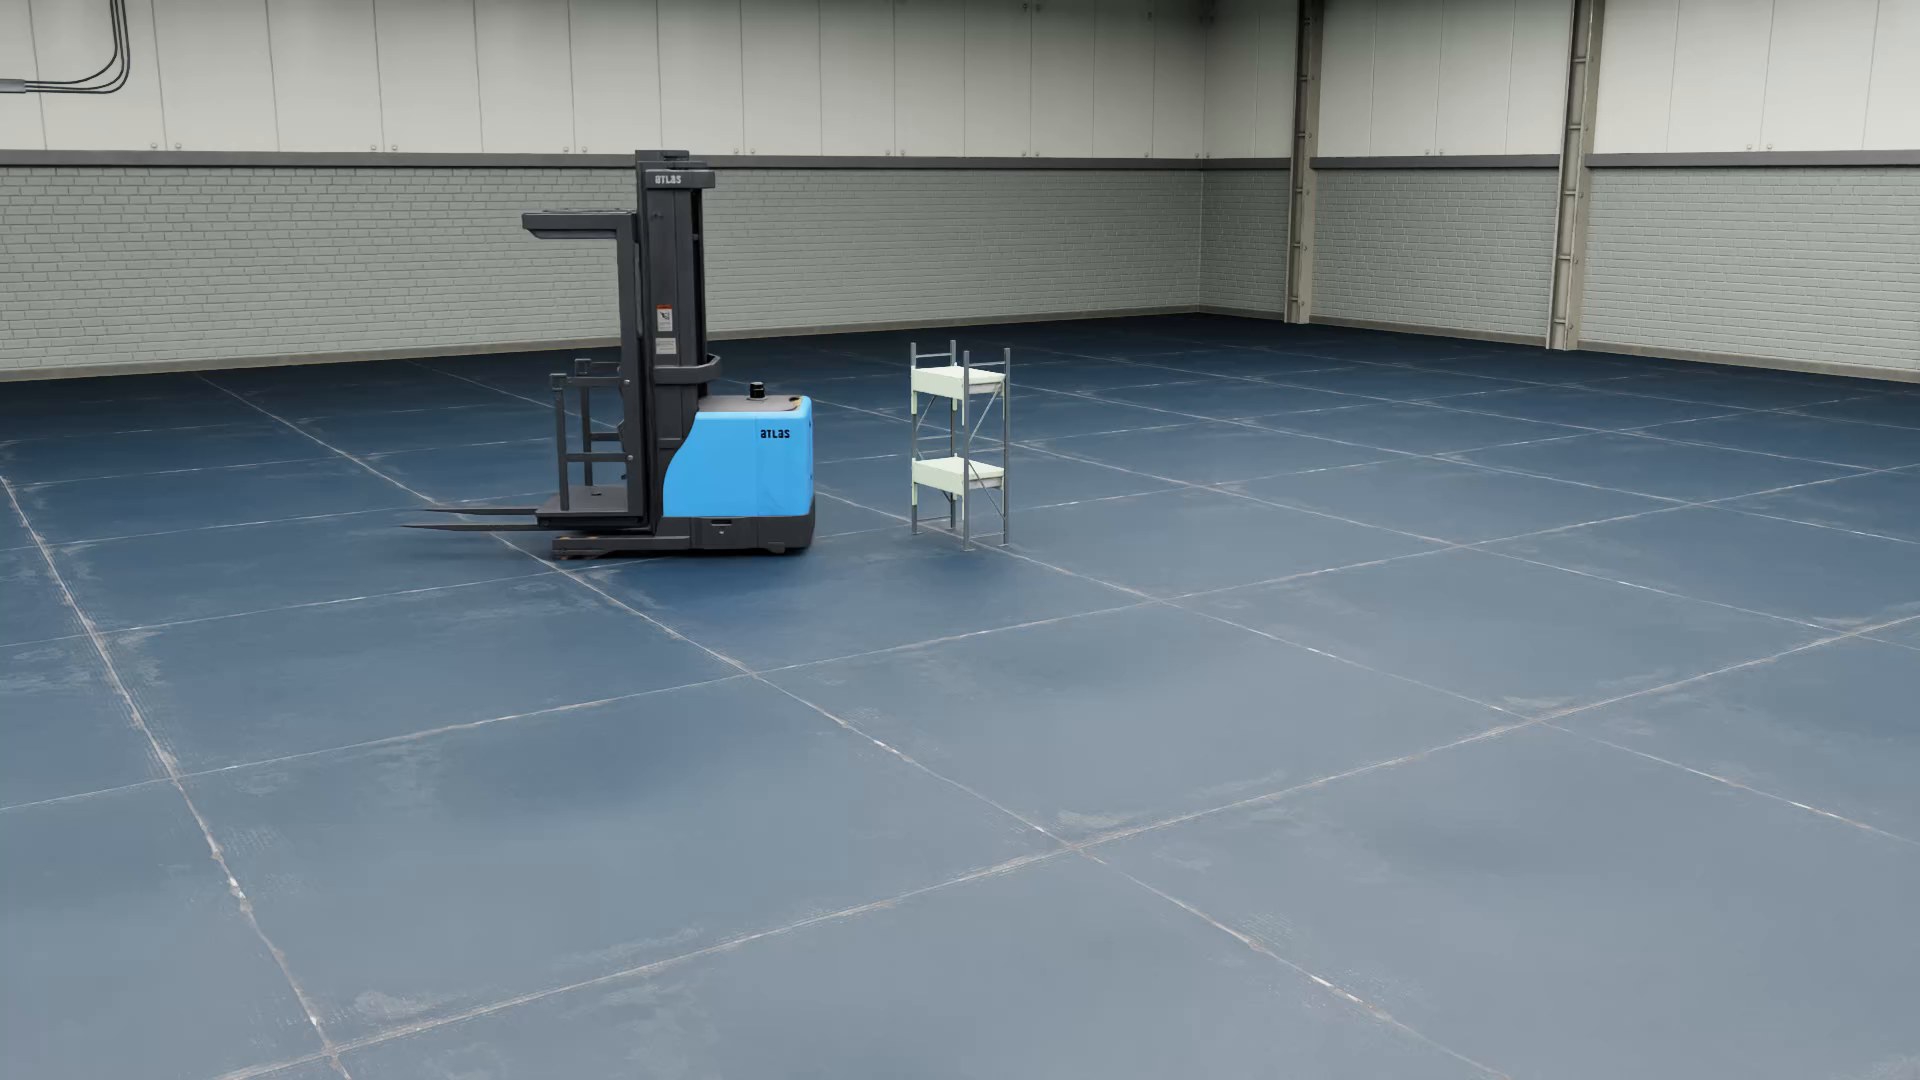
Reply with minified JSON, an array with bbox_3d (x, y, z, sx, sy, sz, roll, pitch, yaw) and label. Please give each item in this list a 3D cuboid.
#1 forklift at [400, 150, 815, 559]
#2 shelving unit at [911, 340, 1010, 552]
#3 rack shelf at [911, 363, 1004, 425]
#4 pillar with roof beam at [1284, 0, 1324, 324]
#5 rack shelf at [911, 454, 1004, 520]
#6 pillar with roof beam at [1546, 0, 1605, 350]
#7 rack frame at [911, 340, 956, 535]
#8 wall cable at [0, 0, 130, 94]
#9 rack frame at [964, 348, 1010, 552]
[{"bbox_3d":[-2.644,-1.405,12.424,3.031,2.935,1.130,0,12,-2],"label":"forklift"},{"bbox_3d":[-0.004,-0.734,12.707,0.431,1.500,0.755,-8,15,-33],"label":"shelving unit"},{"bbox_3d":[-0.004,-1.115,12.624,0.431,0.370,0.720,-8,15,-33],"label":"rack shelf"},{"bbox_3d":[2.898,-8.068,28.691,9.100,9.000,0.400,-8,15,-33],"label":"pillar with roof beam"},{"bbox_3d":[-0.004,-0.415,12.777,0.431,0.370,0.720,-8,15,-33],"label":"rack shelf"},{"bbox_3d":[6.223,-7.001,23.812,9.100,9.000,0.400,-8,15,-33],"label":"pillar with roof beam"},{"bbox_3d":[-0.206,-0.799,13.005,0.400,1.500,0.023,-8,15,-33],"label":"rack frame"},{"bbox_3d":[-12.360,-8.312,21.846,2.305,6.003,0.169,-8,15,-33],"label":"wall cable"},{"bbox_3d":[0.199,-0.669,12.409,0.400,1.500,0.023,-8,15,-33],"label":"rack frame"}]
